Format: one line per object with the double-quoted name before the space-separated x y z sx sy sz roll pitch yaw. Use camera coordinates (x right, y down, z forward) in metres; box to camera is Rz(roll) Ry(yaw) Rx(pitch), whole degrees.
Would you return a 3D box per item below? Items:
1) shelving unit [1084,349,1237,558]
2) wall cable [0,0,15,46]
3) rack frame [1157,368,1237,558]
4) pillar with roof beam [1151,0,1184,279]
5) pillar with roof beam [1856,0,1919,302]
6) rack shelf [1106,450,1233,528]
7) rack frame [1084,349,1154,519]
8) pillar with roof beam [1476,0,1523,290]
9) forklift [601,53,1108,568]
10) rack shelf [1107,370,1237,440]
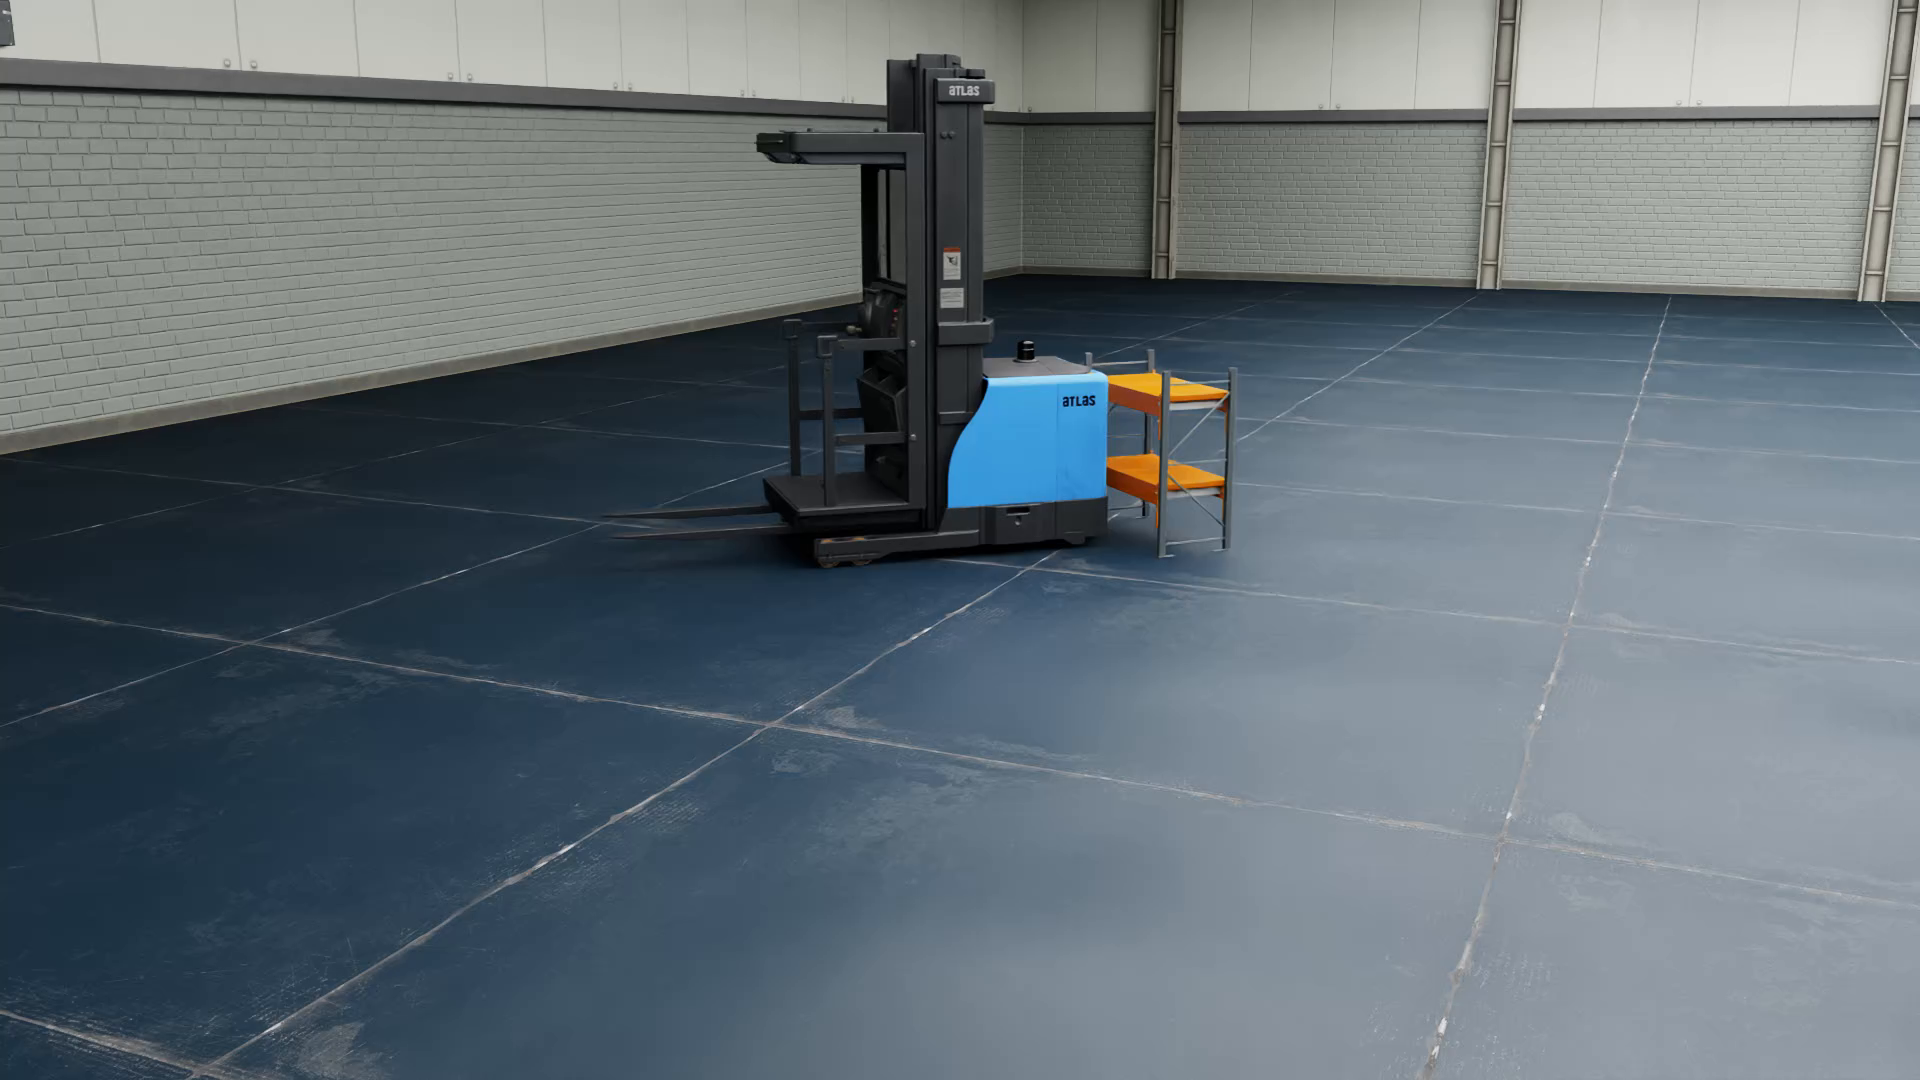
"shelving unit" 1.232 -0.571 10.470 0.538 1.125 1.048 -5 14 -22
"wall cable" -7.154 -7.009 13.225 0.169 6.003 2.305 6 14 23
"rack frame" 1.427 -0.464 10.013 0.500 1.125 0.032 -5 14 -22
"pillar with roof beam" 2.159 -8.503 27.037 0.400 9.000 9.100 6 14 23
"pillar with roof beam" 13.131 -7.393 22.305 0.400 9.000 9.100 6 14 23
"rack shelf" 1.232 -0.333 10.526 0.538 0.278 1.000 -5 14 -22
"rack frame" 1.036 -0.678 10.927 0.500 1.125 0.032 -5 14 -22
"pillar with roof beam" 7.645 -7.948 24.671 0.400 9.000 9.100 6 14 23
"forklift" -0.655 -1.398 10.043 3.031 2.935 1.130 -4 14 -17
"rack shelf" 1.232 -0.856 10.403 0.538 0.278 1.000 -5 14 -22
